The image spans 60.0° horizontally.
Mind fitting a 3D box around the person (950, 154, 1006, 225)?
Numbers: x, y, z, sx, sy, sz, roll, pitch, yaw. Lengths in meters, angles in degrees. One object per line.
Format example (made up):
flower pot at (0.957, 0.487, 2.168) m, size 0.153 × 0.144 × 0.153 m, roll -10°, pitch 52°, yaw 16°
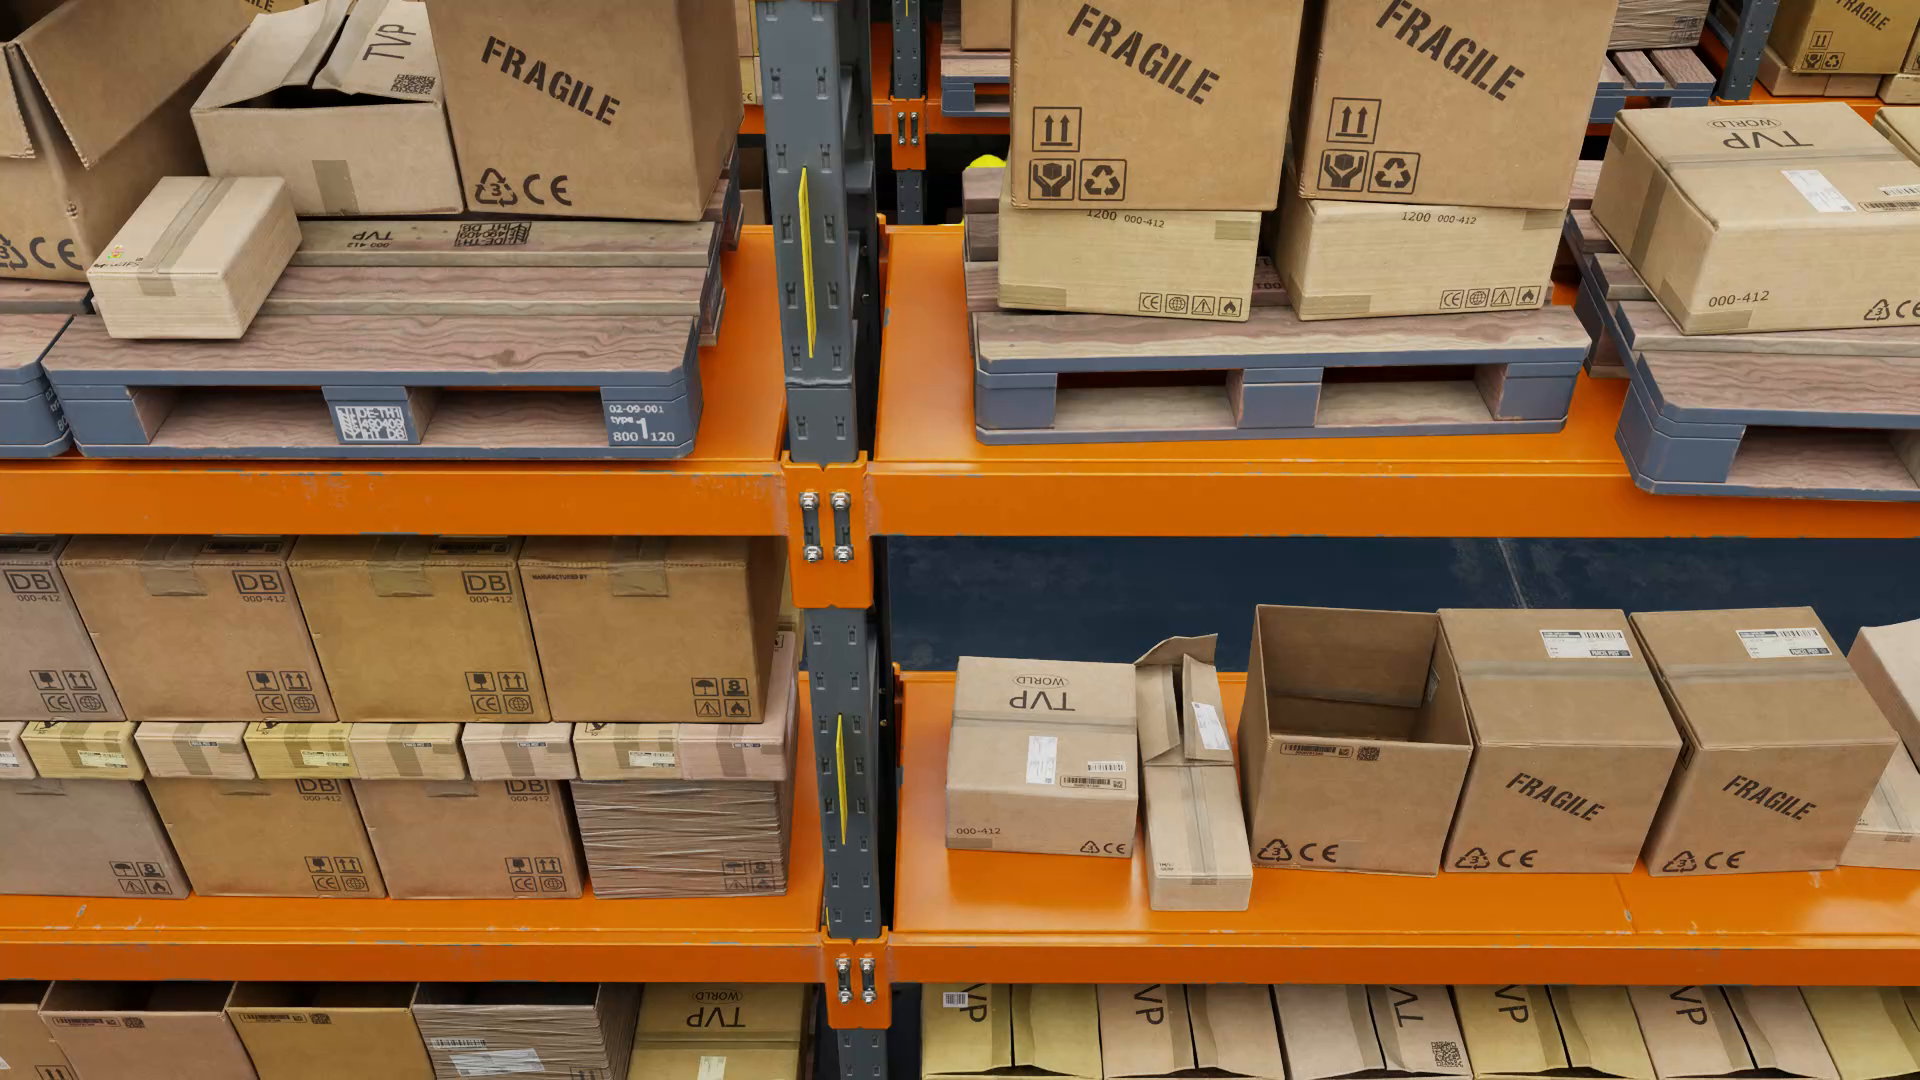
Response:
person at (0.125, -0.926, 7.268) m, size 0.504 × 1.761 × 0.577 m, roll 1°, pitch 39°, yaw 1°
